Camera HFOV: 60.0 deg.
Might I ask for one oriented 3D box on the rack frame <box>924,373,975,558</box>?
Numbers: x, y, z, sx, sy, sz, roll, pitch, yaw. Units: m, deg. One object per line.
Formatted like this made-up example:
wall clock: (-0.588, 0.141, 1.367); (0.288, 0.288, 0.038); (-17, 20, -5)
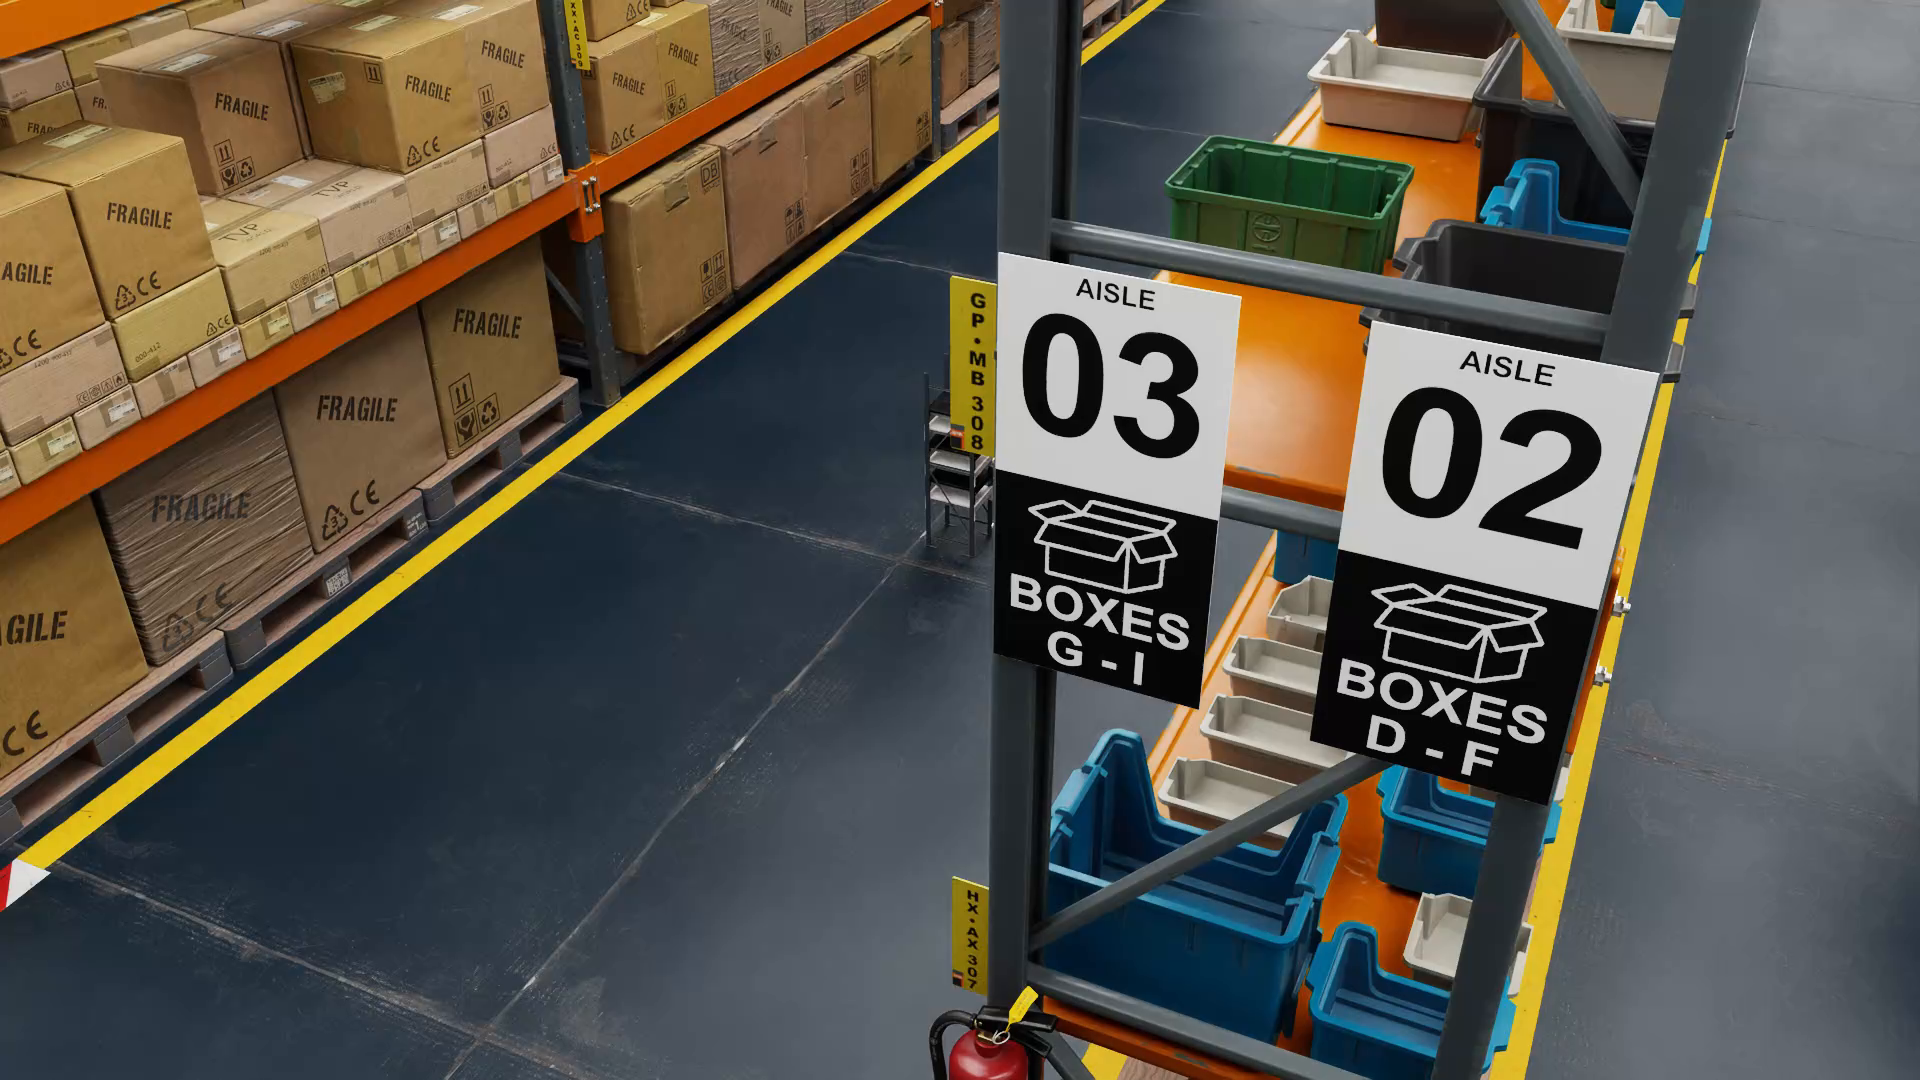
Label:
rack frame: (-0.046, -0.322, 7.420); (0.240, 0.900, 0.006); (14, 36, 20)

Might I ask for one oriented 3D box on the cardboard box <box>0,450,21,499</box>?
cardboard box: (-3.408, -0.220, 5.579); (0.380, 0.149, 0.250); (14, 36, 20)

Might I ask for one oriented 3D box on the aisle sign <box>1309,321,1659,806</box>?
aisle sign: (0.776, 0.058, 2.556); (0.394, 0.787, 0.004); (14, 36, 20)

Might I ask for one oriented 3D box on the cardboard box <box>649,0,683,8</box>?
cardboard box: (-1.731, -3.208, 8.901); (0.797, 0.503, 0.637); (15, 36, 21)

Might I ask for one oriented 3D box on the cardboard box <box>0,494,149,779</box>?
cardboard box: (-3.767, 0.280, 6.142); (0.875, 0.875, 0.875); (14, 36, 20)

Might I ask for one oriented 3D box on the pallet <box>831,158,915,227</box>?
pallet: (-1.014, -2.538, 11.429); (1.003, 0.211, 1.213); (14, 36, 20)

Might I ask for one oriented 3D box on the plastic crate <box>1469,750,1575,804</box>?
plastic crate: (1.432, 0.600, 4.285); (0.250, 0.136, 0.298); (14, 36, 20)

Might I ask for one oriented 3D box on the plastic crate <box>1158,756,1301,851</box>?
plastic crate: (0.713, 0.678, 4.166); (0.396, 0.136, 0.243); (14, 36, 20)

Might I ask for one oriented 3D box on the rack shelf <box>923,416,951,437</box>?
rack shelf: (-0.003, -0.495, 7.417); (0.258, 0.077, 0.200); (14, 36, 20)

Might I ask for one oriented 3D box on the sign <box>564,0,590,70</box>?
sign: (-1.784, -2.356, 7.746); (0.100, 0.325, 0.005); (14, 36, 20)

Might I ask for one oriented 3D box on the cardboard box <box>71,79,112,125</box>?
cardboard box: (-5.982, -2.977, 11.452); (0.500, 0.500, 0.500); (16, 36, 23)

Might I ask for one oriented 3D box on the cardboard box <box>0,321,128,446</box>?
cardboard box: (-3.305, -0.595, 5.787); (0.500, 0.250, 0.500); (14, 36, 20)

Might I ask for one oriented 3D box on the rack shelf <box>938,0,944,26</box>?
rack shelf: (0.221, -4.775, 12.953); (1.077, 0.370, 4.000); (14, 36, 20)

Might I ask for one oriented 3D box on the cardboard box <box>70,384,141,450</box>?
cardboard box: (-3.193, -0.477, 5.972); (0.380, 0.149, 0.250); (14, 36, 20)

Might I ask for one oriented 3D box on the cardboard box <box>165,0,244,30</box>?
cardboard box: (-5.554, -3.808, 12.034); (0.500, 0.250, 0.500); (15, 36, 22)

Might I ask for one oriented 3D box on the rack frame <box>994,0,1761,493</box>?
rack frame: (0.536, -1.468, 1.782); (1.000, 3.000, 0.127); (14, 36, 20)

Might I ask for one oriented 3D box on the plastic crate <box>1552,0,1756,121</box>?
plastic crate: (1.744, -1.197, 4.213); (0.437, 0.282, 0.530); (14, 36, 20)

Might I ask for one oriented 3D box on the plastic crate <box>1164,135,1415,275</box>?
plastic crate: (0.690, -0.682, 3.512); (0.450, 0.188, 0.336); (14, 36, 20)

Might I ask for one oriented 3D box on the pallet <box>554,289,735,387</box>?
pallet: (-2.034, -1.323, 9.575); (1.003, 0.211, 1.213); (14, 36, 20)

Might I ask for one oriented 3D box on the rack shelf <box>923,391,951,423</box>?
rack shelf: (-0.003, -0.570, 7.367); (0.258, 0.077, 0.200); (14, 36, 20)

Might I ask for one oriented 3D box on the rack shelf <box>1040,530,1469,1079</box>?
rack shelf: (1.373, 0.345, 5.144); (1.077, 0.370, 4.000); (14, 36, 20)

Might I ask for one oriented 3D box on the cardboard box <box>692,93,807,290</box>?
cardboard box: (-1.666, -2.143, 9.838); (1.225, 0.875, 0.875); (13, 35, 19)

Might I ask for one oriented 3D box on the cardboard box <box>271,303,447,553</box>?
cardboard box: (-3.014, -0.616, 7.509); (0.875, 0.875, 0.875); (14, 36, 20)

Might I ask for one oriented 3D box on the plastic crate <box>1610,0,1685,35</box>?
plastic crate: (2.119, -1.609, 4.886); (0.416, 0.233, 0.300); (14, 36, 20)

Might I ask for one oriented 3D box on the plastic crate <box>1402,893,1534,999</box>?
plastic crate: (1.148, 0.938, 3.770); (0.250, 0.136, 0.298); (14, 36, 20)

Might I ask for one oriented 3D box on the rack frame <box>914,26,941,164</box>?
rack frame: (-0.615, -4.080, 11.237); (1.000, 3.000, 0.127); (14, 36, 20)

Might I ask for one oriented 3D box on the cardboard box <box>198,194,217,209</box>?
cardboard box: (-3.361, -1.226, 6.749); (0.500, 0.250, 0.500); (14, 36, 21)

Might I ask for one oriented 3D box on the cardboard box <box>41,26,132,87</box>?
cardboard box: (-5.982, -3.293, 11.249); (0.500, 0.250, 0.500); (15, 36, 22)

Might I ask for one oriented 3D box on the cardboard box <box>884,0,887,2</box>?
cardboard box: (-0.597, -3.819, 10.748); (0.500, 0.500, 0.500); (15, 36, 22)

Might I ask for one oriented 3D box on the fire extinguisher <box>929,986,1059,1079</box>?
fire extinguisher: (0.060, 1.200, 3.595); (0.296, 0.674, 0.183); (14, 36, 20)

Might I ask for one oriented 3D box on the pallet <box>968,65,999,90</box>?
pallet: (0.225, -3.908, 13.518); (1.003, 0.211, 1.213); (14, 36, 20)

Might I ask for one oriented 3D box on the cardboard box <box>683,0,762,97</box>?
cardboard box: (-1.450, -2.801, 9.195); (0.500, 0.500, 0.500); (13, 36, 19)

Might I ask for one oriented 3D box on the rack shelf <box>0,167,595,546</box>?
rack shelf: (-3.126, -0.791, 6.877); (1.077, 0.370, 4.000); (14, 36, 20)

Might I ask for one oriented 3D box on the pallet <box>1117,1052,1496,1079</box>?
pallet: (0.917, 1.805, 4.805); (1.003, 0.211, 1.213); (14, 36, 20)

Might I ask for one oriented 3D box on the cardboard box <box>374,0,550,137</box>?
cardboard box: (-2.238, -2.173, 7.510); (0.500, 0.500, 0.500); (15, 36, 22)

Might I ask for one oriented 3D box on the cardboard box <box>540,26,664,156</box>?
cardboard box: (-1.869, -2.301, 8.433); (0.500, 0.500, 0.500); (14, 36, 21)

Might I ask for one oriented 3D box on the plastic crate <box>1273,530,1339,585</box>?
plastic crate: (1.163, 0.004, 5.106); (0.416, 0.233, 0.300); (14, 36, 20)

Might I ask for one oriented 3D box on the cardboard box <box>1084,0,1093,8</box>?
cardboard box: (0.782, -4.910, 14.381); (0.700, 0.500, 0.500); (11, 35, 17)

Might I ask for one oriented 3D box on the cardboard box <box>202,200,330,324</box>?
cardboard box: (-2.878, -1.105, 6.566); (0.500, 0.250, 0.500); (13, 36, 20)

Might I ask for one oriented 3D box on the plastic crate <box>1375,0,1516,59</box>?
plastic crate: (1.441, -1.595, 4.831); (0.497, 0.269, 0.590); (14, 36, 20)

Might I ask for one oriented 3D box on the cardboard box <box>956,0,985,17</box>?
cardboard box: (-0.150, -4.139, 12.522); (0.500, 0.250, 0.500); (18, 37, 26)

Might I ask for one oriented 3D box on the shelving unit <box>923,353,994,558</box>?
shelving unit: (-0.003, -0.372, 7.497); (0.258, 0.900, 0.210); (14, 36, 20)

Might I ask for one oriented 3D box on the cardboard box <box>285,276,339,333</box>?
cardboard box: (-2.764, -0.989, 6.752); (0.380, 0.149, 0.250); (15, 36, 21)

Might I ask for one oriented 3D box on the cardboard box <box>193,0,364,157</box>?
cardboard box: (-2.934, -2.040, 7.307); (0.500, 0.500, 0.500); (14, 36, 20)

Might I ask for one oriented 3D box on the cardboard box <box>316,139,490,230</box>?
cardboard box: (-2.449, -1.611, 7.337); (0.500, 0.250, 0.500); (15, 36, 22)

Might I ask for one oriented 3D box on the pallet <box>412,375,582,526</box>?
pallet: (-2.678, -0.561, 8.413); (1.003, 0.211, 1.213); (14, 36, 20)

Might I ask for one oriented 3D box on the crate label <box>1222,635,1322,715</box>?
crate label: (0.942, 0.393, 4.601); (0.396, 0.136, 0.243); (14, 36, 20)

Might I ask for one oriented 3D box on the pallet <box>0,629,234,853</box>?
pallet: (-3.699, 0.654, 6.560); (1.003, 0.211, 1.213); (14, 36, 20)

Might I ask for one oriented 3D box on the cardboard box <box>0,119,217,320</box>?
cardboard box: (-3.096, -1.156, 5.960); (0.500, 0.500, 0.500); (13, 35, 19)

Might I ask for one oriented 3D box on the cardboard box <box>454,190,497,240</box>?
cardboard box: (-2.334, -1.500, 7.531); (0.380, 0.149, 0.250); (14, 36, 20)

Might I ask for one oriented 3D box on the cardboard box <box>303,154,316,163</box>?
cardboard box: (-2.936, -1.729, 7.517); (0.500, 0.250, 0.500); (14, 36, 20)

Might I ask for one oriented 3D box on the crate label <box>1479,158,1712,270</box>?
crate label: (1.216, -0.537, 3.233); (0.408, 0.251, 0.502); (14, 36, 20)

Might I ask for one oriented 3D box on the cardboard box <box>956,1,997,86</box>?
cardboard box: (-0.133, -3.836, 12.743); (0.700, 0.500, 0.500); (11, 35, 17)

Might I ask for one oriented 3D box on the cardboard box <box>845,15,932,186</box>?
cardboard box: (-0.923, -3.028, 11.187); (1.225, 0.875, 0.875); (13, 35, 18)

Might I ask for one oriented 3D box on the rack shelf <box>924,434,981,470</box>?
rack shelf: (-0.003, -0.420, 7.466); (0.258, 0.077, 0.200); (14, 36, 20)

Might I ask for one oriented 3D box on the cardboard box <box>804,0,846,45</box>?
cardboard box: (-1.025, -3.313, 9.975); (0.500, 0.500, 0.500); (13, 35, 19)

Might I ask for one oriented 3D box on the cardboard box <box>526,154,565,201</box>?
cardboard box: (-2.119, -1.756, 7.921); (0.380, 0.149, 0.250); (14, 36, 21)

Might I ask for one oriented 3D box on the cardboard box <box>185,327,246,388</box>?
cardboard box: (-2.978, -0.733, 6.361); (0.380, 0.149, 0.250); (14, 36, 20)

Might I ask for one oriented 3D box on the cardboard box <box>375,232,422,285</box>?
cardboard box: (-2.549, -1.243, 7.139); (0.380, 0.149, 0.250); (15, 36, 21)
